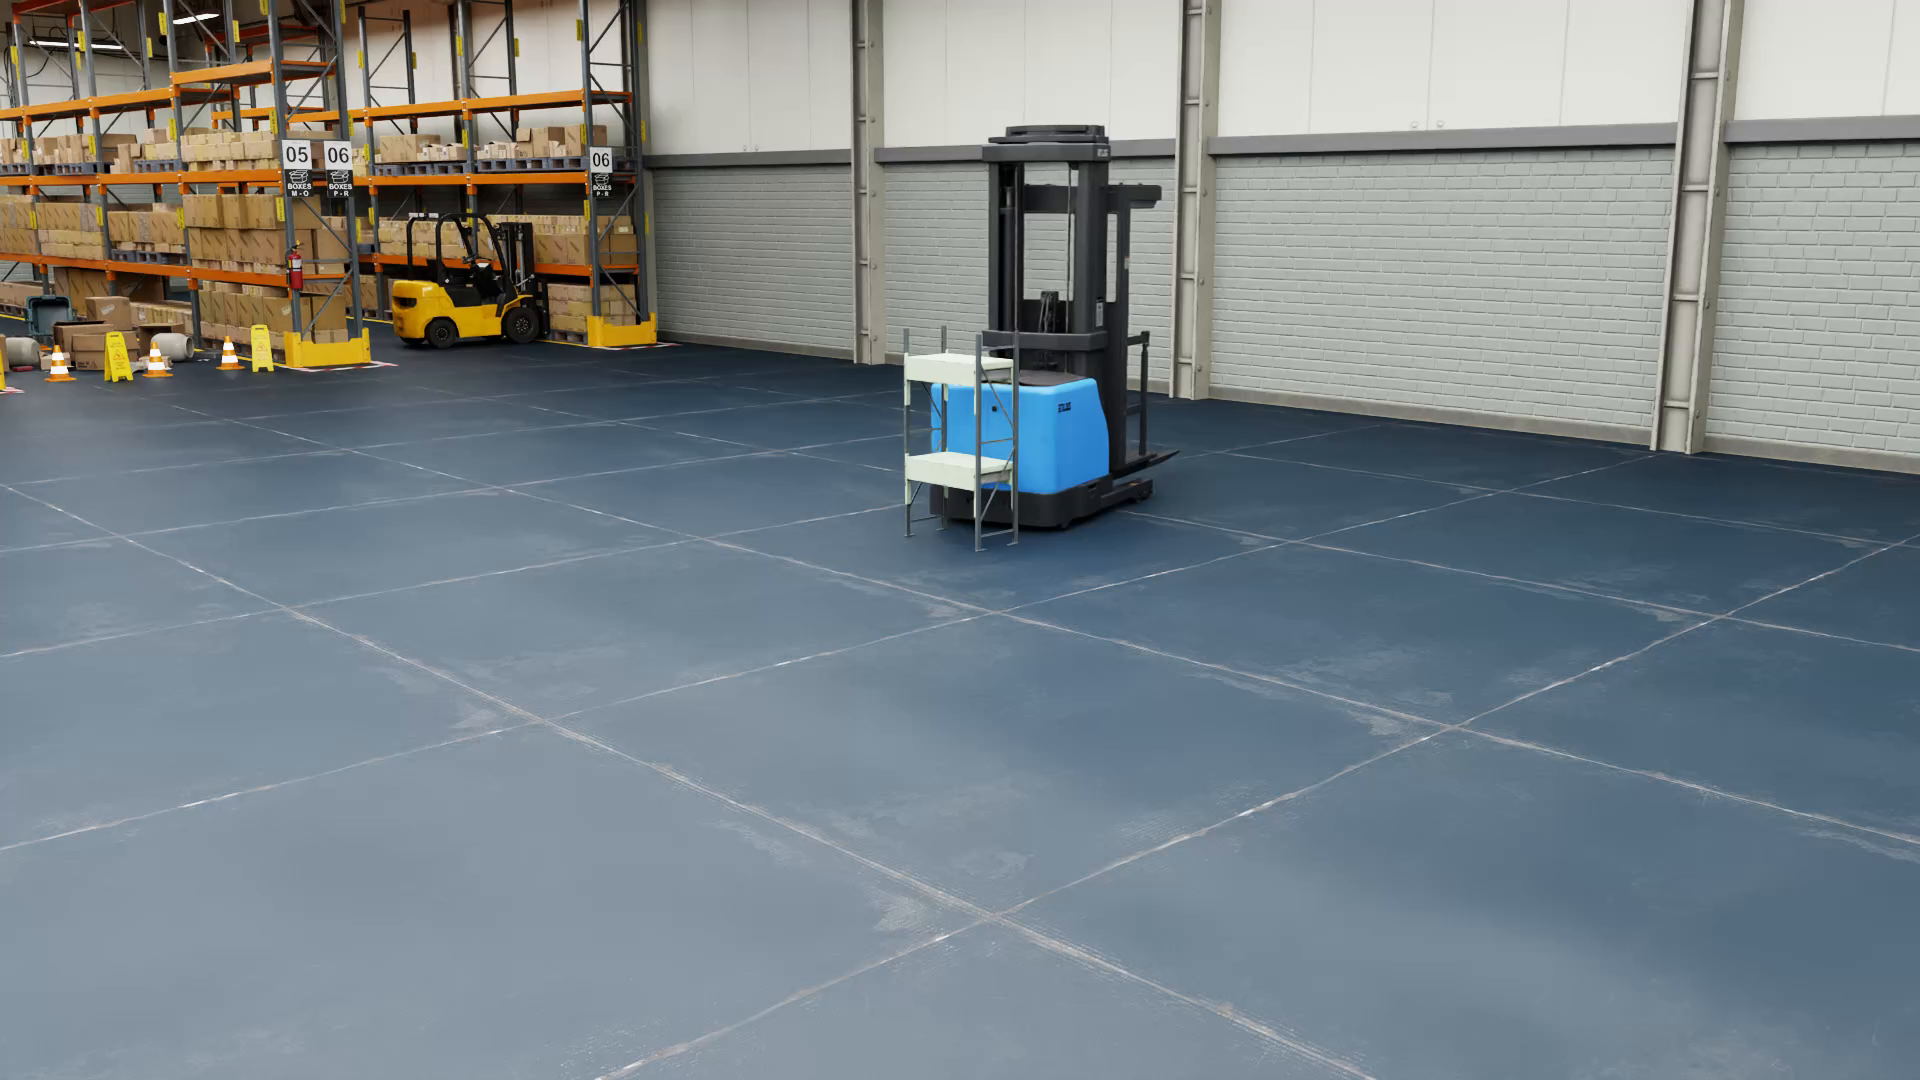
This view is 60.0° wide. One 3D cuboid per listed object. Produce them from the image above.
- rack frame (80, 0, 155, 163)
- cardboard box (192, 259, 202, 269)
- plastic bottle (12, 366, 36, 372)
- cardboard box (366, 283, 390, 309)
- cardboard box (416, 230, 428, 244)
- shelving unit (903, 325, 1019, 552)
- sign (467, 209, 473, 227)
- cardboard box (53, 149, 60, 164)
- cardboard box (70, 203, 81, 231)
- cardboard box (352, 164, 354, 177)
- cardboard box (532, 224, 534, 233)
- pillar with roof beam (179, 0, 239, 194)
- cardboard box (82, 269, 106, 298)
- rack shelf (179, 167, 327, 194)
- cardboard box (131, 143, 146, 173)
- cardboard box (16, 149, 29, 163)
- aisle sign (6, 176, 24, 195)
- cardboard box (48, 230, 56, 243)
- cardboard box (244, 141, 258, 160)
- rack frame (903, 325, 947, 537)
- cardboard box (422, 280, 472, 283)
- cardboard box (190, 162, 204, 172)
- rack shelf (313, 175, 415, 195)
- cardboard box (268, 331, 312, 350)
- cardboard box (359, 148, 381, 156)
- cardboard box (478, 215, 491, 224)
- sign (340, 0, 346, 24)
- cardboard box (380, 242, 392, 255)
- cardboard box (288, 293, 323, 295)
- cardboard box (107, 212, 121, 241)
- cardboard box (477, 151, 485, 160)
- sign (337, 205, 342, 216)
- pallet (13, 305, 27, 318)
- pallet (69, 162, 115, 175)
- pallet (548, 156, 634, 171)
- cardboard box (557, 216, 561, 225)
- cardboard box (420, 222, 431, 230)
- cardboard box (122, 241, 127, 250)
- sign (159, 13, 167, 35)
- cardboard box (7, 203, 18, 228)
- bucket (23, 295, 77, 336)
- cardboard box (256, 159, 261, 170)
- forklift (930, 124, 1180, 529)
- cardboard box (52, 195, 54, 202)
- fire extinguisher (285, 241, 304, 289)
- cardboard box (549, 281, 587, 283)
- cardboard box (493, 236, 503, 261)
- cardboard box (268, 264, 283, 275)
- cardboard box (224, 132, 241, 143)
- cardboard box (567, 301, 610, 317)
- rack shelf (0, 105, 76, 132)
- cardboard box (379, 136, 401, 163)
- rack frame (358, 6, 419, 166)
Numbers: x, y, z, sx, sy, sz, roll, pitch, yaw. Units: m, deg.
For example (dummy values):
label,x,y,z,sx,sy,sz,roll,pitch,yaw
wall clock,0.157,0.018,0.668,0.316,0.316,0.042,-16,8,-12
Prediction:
label,x,y,z,sx,sy,sz,roll,pitch,yaw
rack frame,-14.758,-8.153,29.181,1.000,3.000,0.127,-11,16,-43
cardboard box,-12.011,-4.417,26.538,0.380,0.149,0.250,-11,16,-43
plastic bottle,-13.234,-2.422,23.517,0.133,0.061,0.283,6,13,26
cardboard box,-11.618,-4.920,33.510,0.500,0.500,0.500,-10,15,-41
cardboard box,-9.977,-5.756,31.548,0.500,0.250,0.500,-11,16,-42
shelving unit,0.005,-0.734,11.755,0.431,1.500,0.755,-11,16,-43
sign,-8.794,-5.774,29.830,0.100,0.325,0.005,-11,16,-43
cardboard box,-16.512,-7.092,30.757,0.396,0.266,0.258,-9,15,-38
cardboard box,-16.003,-5.939,30.579,0.500,0.500,0.500,-11,16,-43
cardboard box,-12.049,-7.416,33.414,0.500,0.250,0.500,-11,16,-42
cardboard box,-7.325,-5.378,28.725,0.380,0.149,0.250,-11,16,-44
pillar with roof beam,-21.019,-9.931,37.816,9.100,9.000,0.548,-11,16,-43
cardboard box,-15.788,-4.622,31.139,0.875,0.875,0.875,-11,16,-42
rack shelf,-10.615,-5.455,25.306,1.077,0.370,4.000,-11,16,-43
cardboard box,-13.684,-6.515,28.412,0.797,0.503,0.637,-11,16,-43
cardboard box,-18.193,-7.505,32.514,0.396,0.266,0.258,-10,15,-41
aisle sign,-20.109,-7.709,35.452,0.394,0.787,0.004,-11,16,-43
cardboard box,-17.040,-5.794,31.732,0.500,0.250,0.500,-11,16,-42
cardboard box,-10.119,-5.701,24.349,0.500,0.250,0.500,-11,16,-43
rack frame,-0.248,-0.787,12.015,0.400,1.500,0.023,-11,16,-43
cardboard box,-9.828,-4.664,31.958,0.625,0.625,0.875,11,16,43
cardboard box,-11.820,-5.851,26.064,0.380,0.149,0.250,-11,16,-42
rack shelf,-12.552,-7.315,34.333,1.077,0.370,4.000,-11,16,-43
cardboard box,-10.003,-2.990,24.762,0.500,0.250,0.500,-11,16,-43
cardboard box,-11.622,-7.652,32.832,0.380,0.149,0.250,-10,15,-41
cardboard box,-8.403,-5.747,29.781,0.380,0.149,0.250,-10,16,-41
sign,-8.841,-7.557,23.779,0.100,0.325,0.005,-11,16,-43
cardboard box,-11.041,-5.734,32.682,0.500,0.250,0.500,-11,16,-42
cardboard box,-9.972,-3.508,25.421,0.500,0.500,0.500,11,16,43
cardboard box,-14.615,-5.517,29.229,0.500,0.500,0.500,11,16,44
cardboard box,-8.318,-6.816,29.460,0.380,0.149,0.250,-10,16,-41
sign,-13.534,-7.135,36.241,0.100,0.325,0.005,-11,16,-43
pallet,-18.836,-4.732,34.357,1.003,0.211,1.213,-11,16,-43
pallet,-15.241,-6.677,29.923,1.213,0.211,1.003,-10,15,-40
pallet,-6.116,-6.272,27.704,1.003,0.211,1.213,-11,16,-43
cardboard box,-6.557,-5.387,28.033,0.380,0.149,0.250,-11,16,-42
cardboard box,-9.948,-5.919,31.350,0.250,0.149,0.380,11,16,44
cardboard box,-14.342,-5.131,28.965,0.250,0.149,0.380,10,16,41
sign,-12.393,-8.026,25.858,0.100,0.325,0.005,-11,16,-43
cardboard box,-18.749,-6.515,33.376,0.500,0.500,0.500,-11,16,-42
bucket,-13.745,-3.369,25.173,0.726,0.611,0.620,-5,3,-23
cardboard box,-10.037,-5.481,24.271,0.380,0.149,0.250,-10,15,-41
forklift,0.918,-1.771,13.242,1.130,2.935,3.031,6,13,28
cardboard box,-18.067,-6.709,32.707,0.380,0.149,0.250,-10,16,-41
fire extinguisher,-9.488,-3.928,23.735,0.296,0.674,0.183,-11,16,-43
cardboard box,-6.876,-4.407,29.163,0.500,0.250,0.500,-11,16,-44
cardboard box,-7.919,-5.197,29.454,0.500,0.500,0.500,-11,16,-42
cardboard box,-9.902,-3.970,24.370,0.380,0.149,0.250,-11,16,-43
cardboard box,-10.764,-6.011,24.865,0.380,0.149,0.250,-10,16,-41
cardboard box,-6.209,-3.870,27.797,0.500,0.250,0.500,-11,16,-43
rack shelf,-18.902,-8.480,33.544,1.077,0.370,4.000,-11,16,-43
cardboard box,-10.847,-7.540,32.103,0.500,0.500,0.500,-11,16,-42
rack frame,-11.171,-8.845,32.541,1.000,3.000,0.127,-11,16,-43
